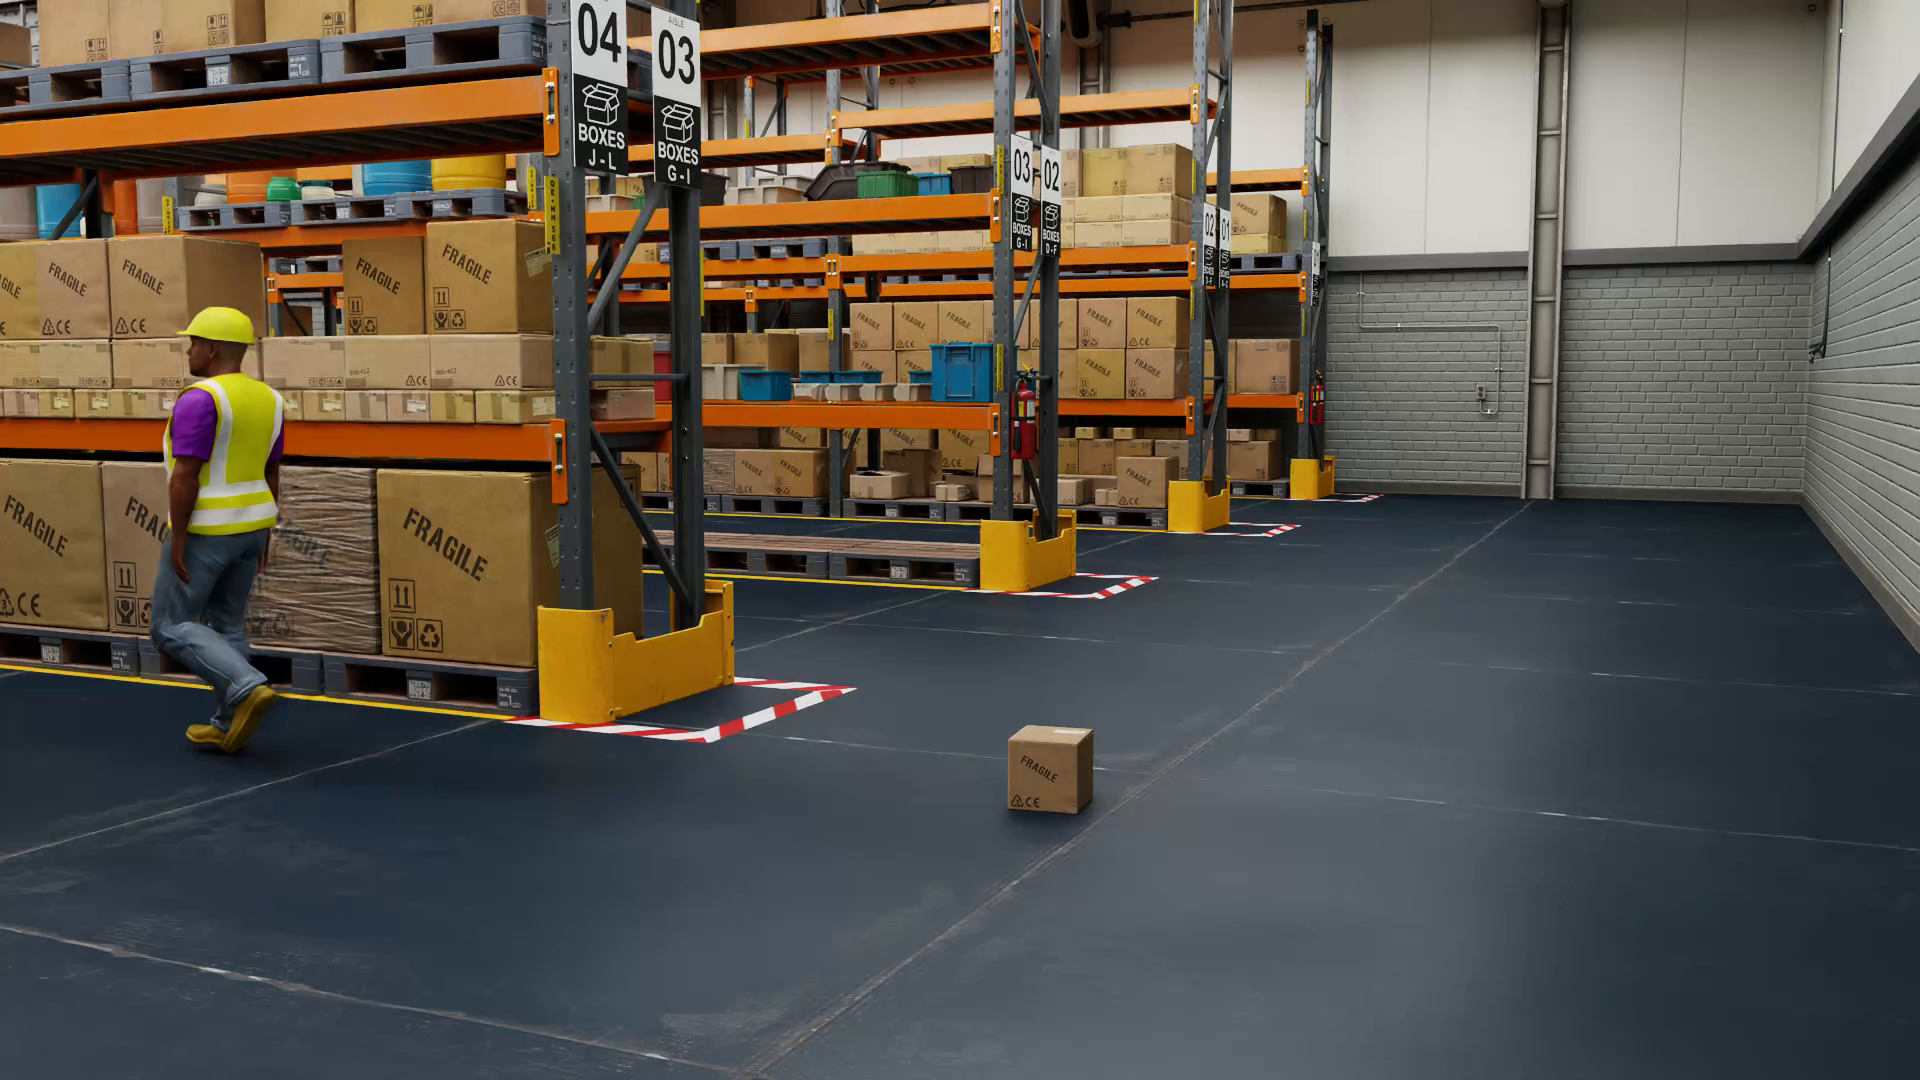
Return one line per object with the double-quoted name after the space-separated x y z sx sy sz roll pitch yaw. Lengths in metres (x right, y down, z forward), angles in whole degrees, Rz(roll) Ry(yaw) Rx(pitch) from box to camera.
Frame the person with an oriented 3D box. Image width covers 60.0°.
-2.959 -0.040 6.587 0.476 1.761 0.576 2 6 18 "person"
